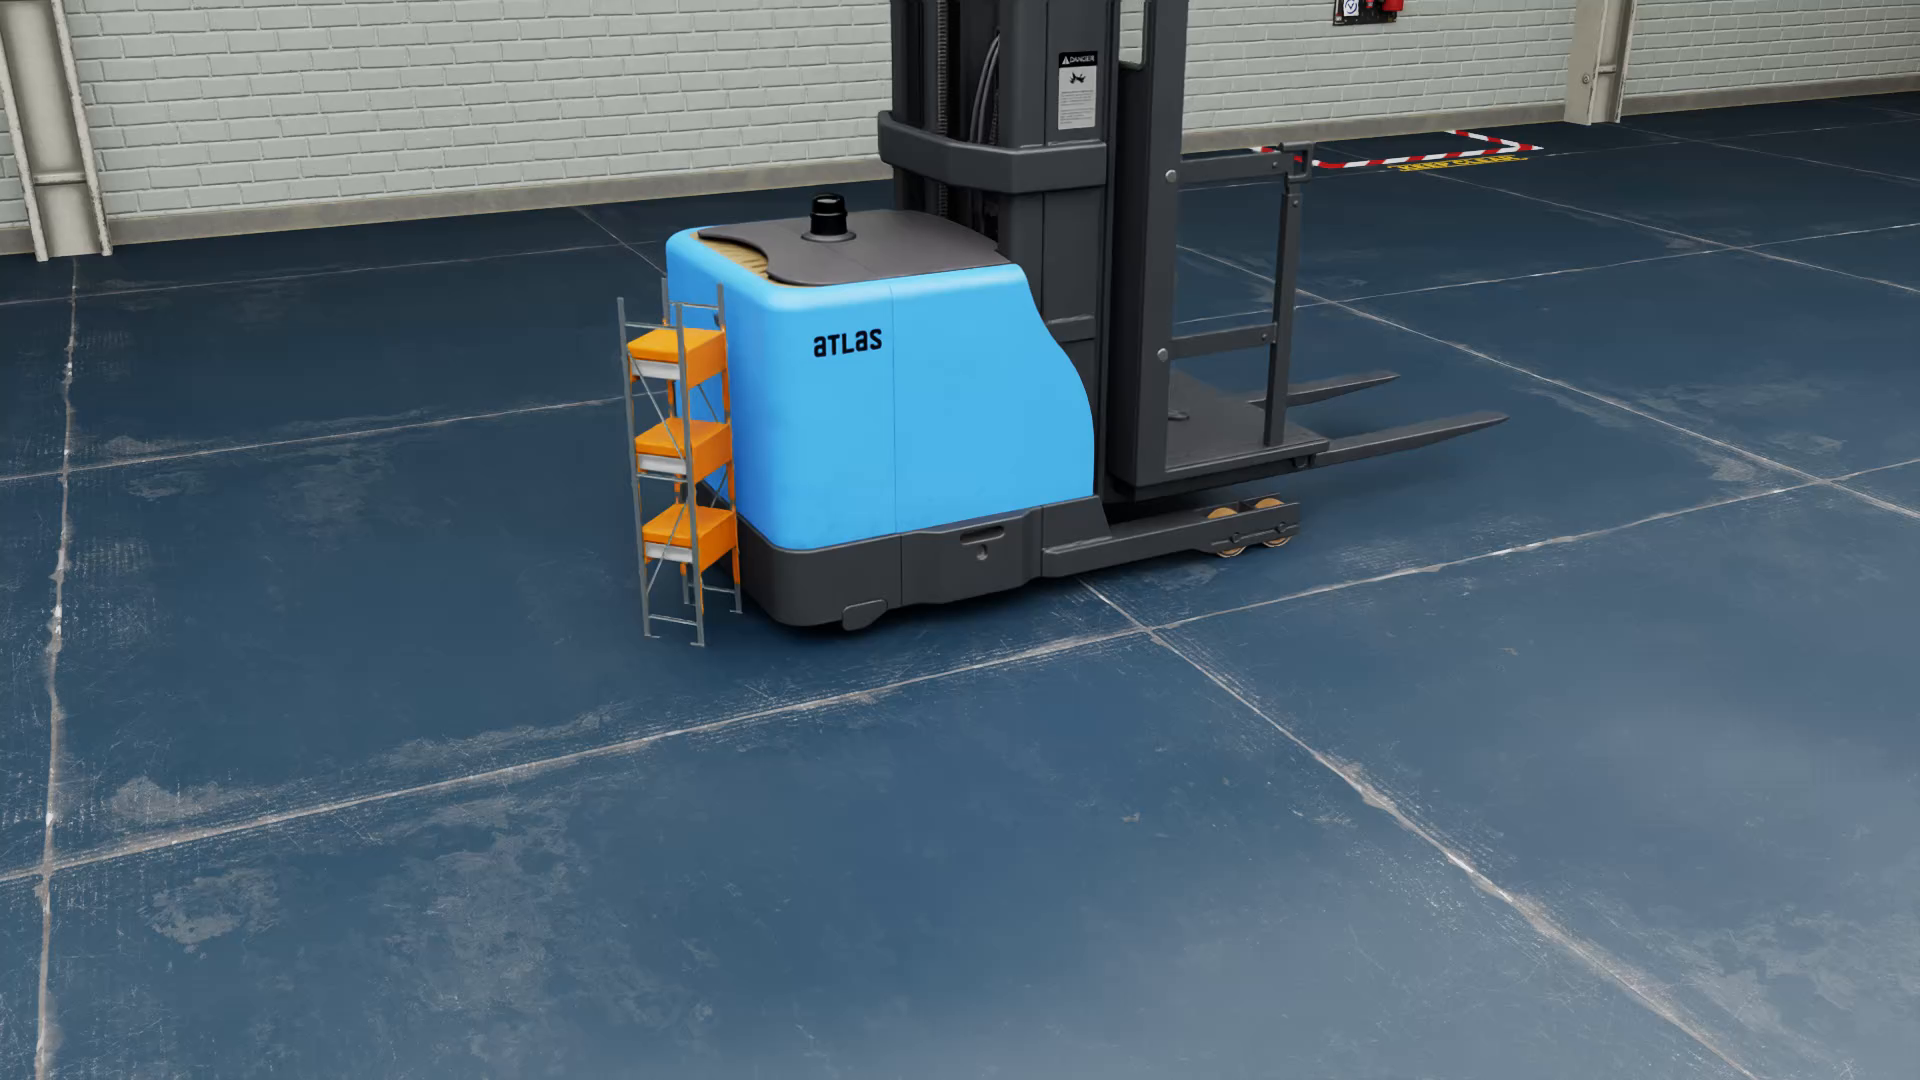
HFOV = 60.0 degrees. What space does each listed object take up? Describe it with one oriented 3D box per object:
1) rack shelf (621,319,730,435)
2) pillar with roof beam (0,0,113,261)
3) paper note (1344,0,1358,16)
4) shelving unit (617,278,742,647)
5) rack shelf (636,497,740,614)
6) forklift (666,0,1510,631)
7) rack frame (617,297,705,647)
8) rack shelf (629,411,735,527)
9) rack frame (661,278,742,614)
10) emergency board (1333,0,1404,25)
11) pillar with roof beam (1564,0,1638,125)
[{"bbox_3d":[-0.819,-0.475,4.809,0.215,0.259,0.240,8,24,19],"label":"rack shelf"},{"bbox_3d":[-3.382,-4.378,4.562,0.400,9.000,9.100,-10,25,-24],"label":"pillar with roof beam"},{"bbox_3d":[3.131,-4.271,13.299,0.142,0.148,0.016,-10,25,-24],"label":"paper note"},{"bbox_3d":[-0.819,-0.223,4.914,0.215,1.050,0.252,8,24,19],"label":"shelving unit"},{"bbox_3d":[-0.818,0.044,5.025,0.215,0.259,0.240,8,24,19],"label":"rack shelf"},{"bbox_3d":[0.588,-1.461,5.448,3.031,2.935,1.130,-11,25,-25],"label":"forklift"},{"bbox_3d":[-0.861,-0.179,4.809,0.200,1.050,0.008,8,24,19],"label":"rack frame"},{"bbox_3d":[-0.819,-0.213,4.918,0.215,0.259,0.240,8,24,19],"label":"rack shelf"},{"bbox_3d":[-0.776,-0.267,5.020,0.200,1.050,0.008,8,24,19],"label":"rack frame"},{"bbox_3d":[3.320,-4.684,13.144,0.643,1.169,0.194,-10,25,-24],"label":"emergency board"},{"bbox_3d":[7.431,-6.369,9.371,0.400,9.000,9.100,-10,25,-24],"label":"pillar with roof beam"}]
